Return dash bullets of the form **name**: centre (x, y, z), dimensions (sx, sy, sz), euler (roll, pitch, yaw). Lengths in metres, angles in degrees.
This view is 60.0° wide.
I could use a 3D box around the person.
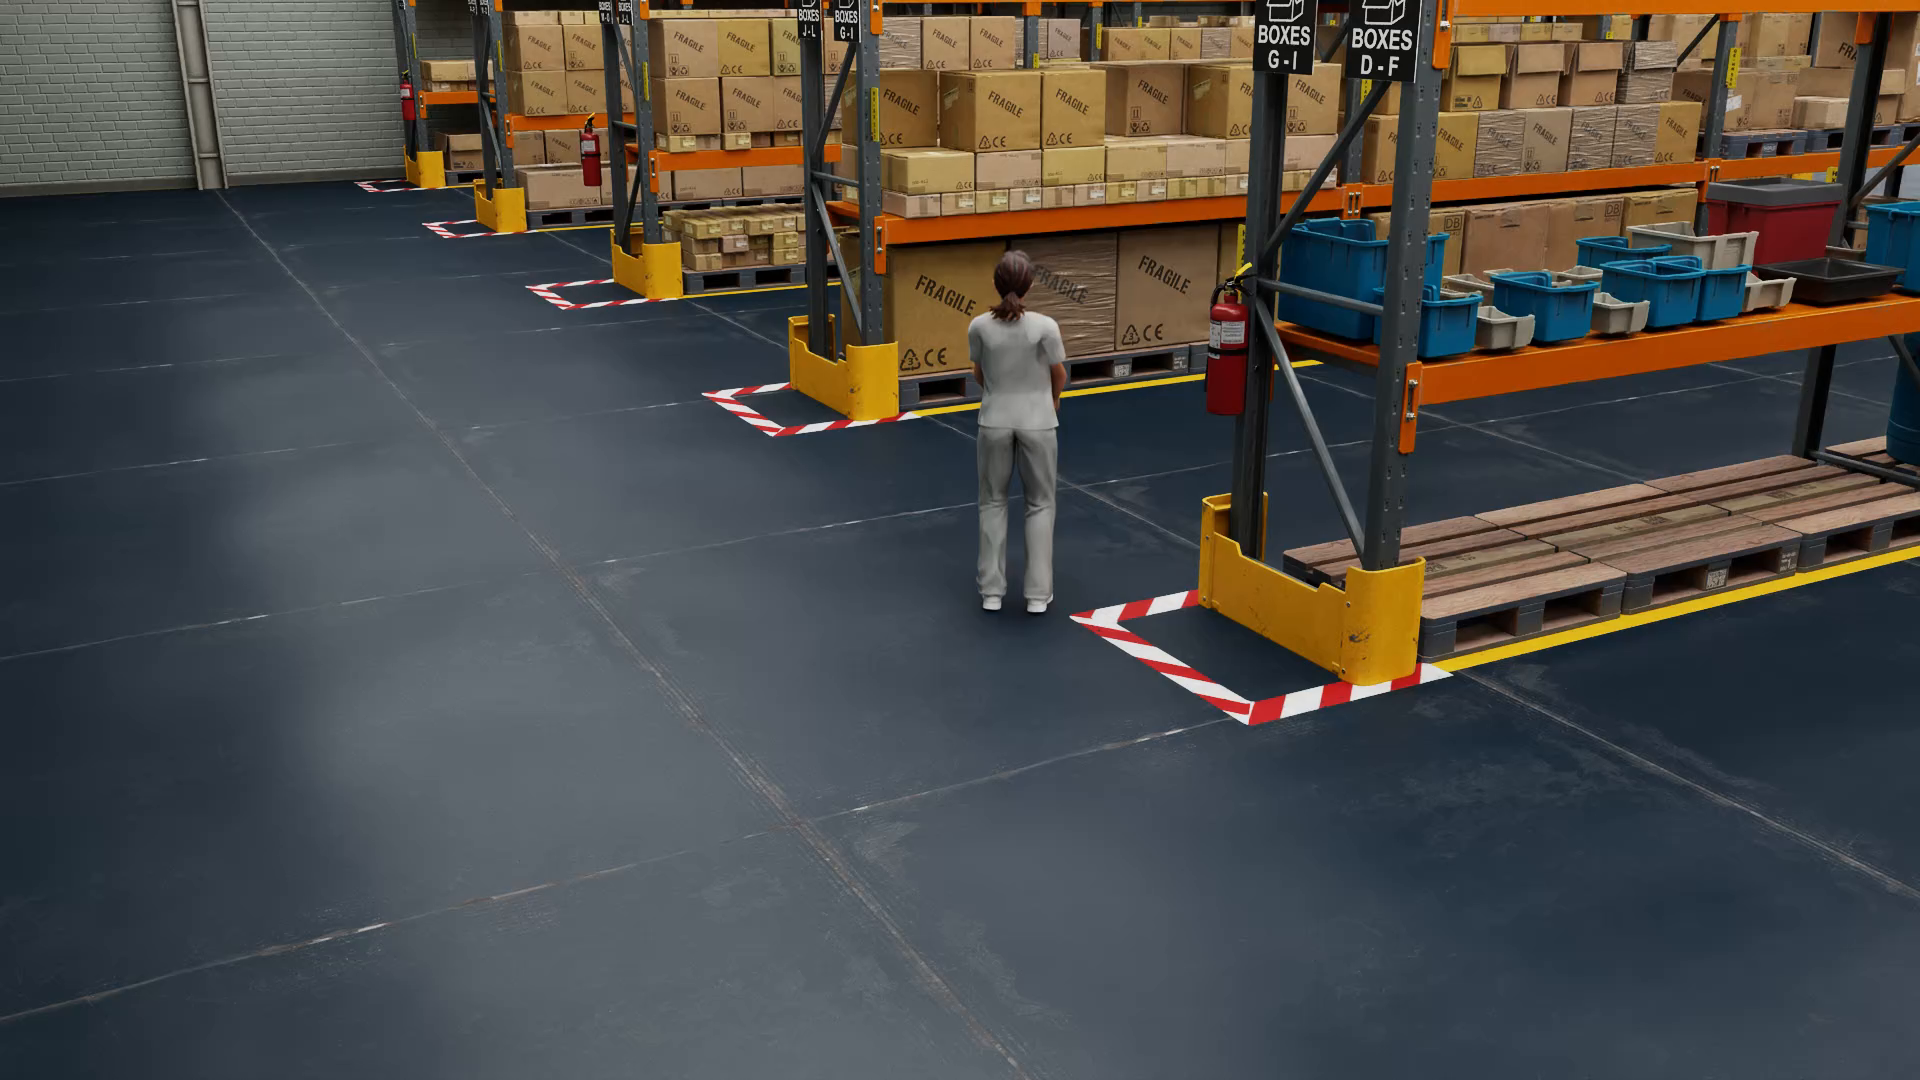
- **person**: centre (0.267, -0.504, 7.586), dimensions (0.436, 1.663, 0.560), euler (3, 19, 10)
